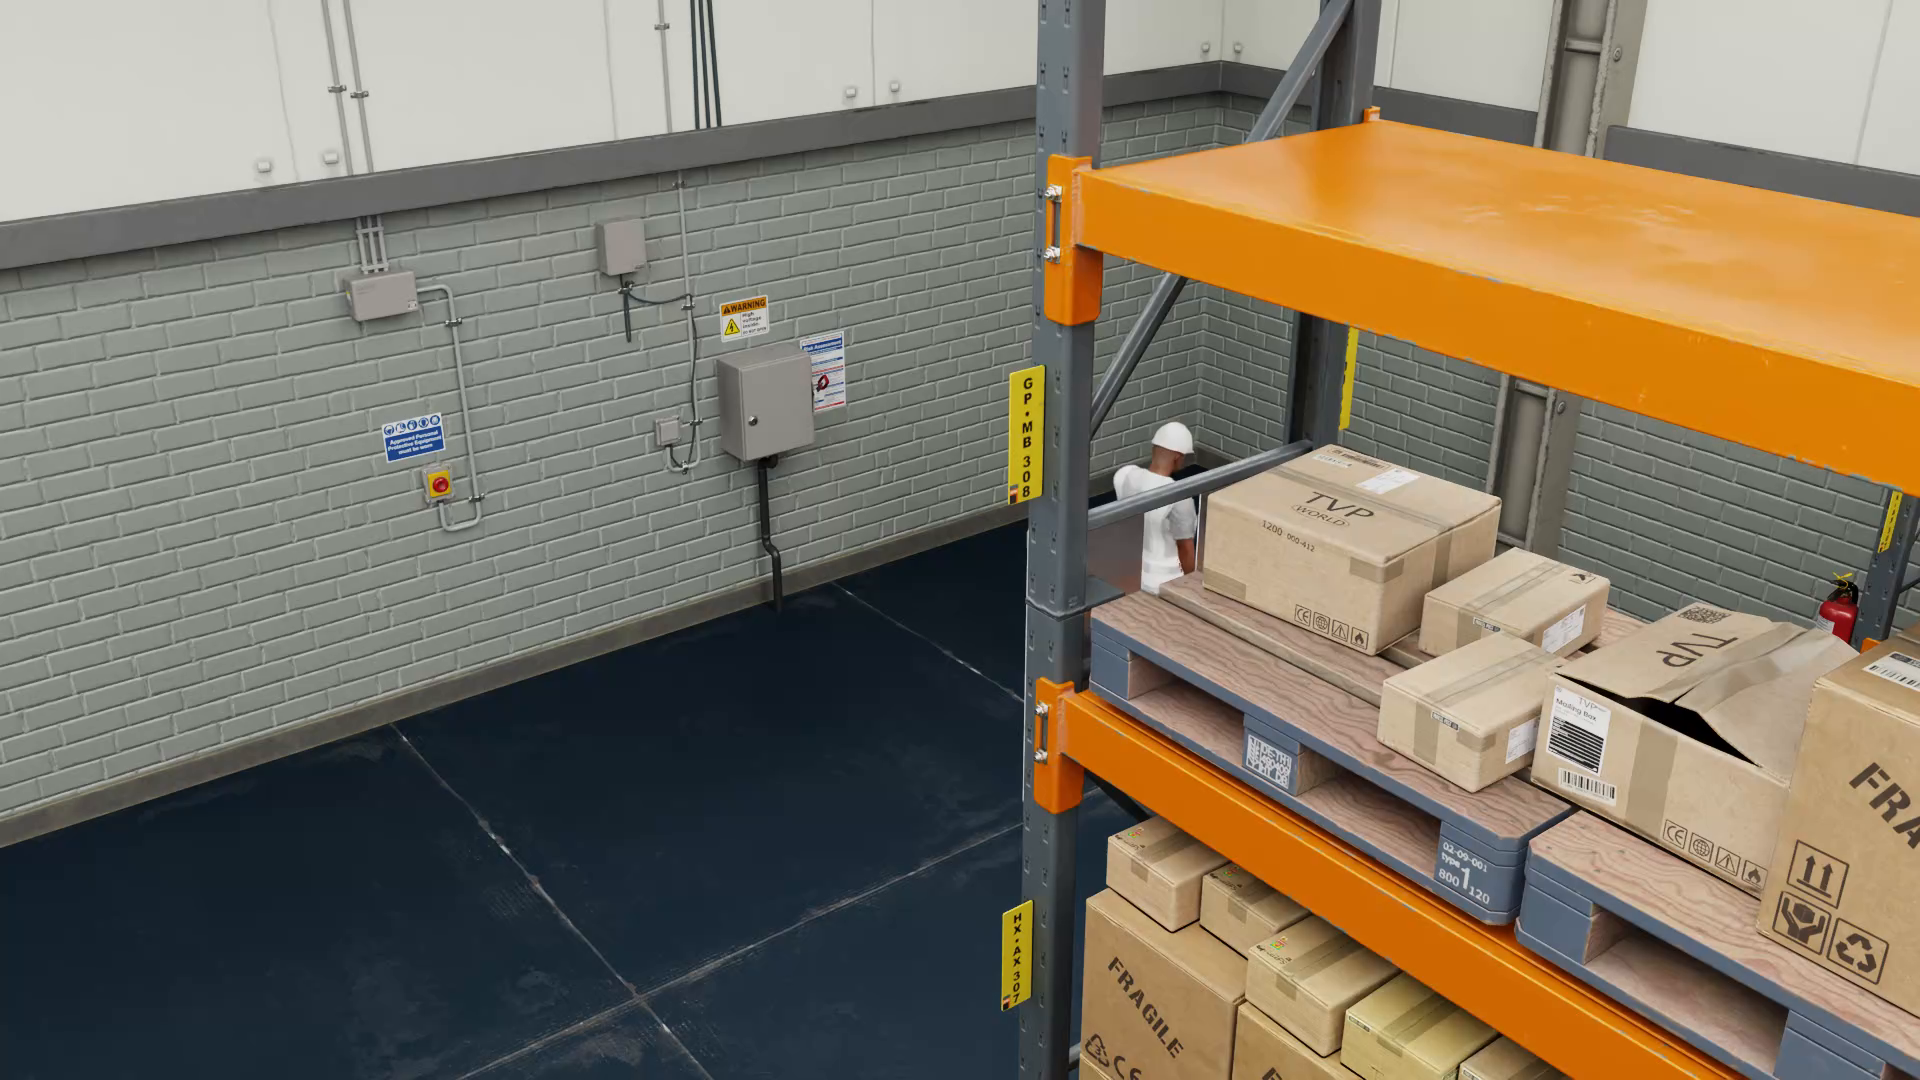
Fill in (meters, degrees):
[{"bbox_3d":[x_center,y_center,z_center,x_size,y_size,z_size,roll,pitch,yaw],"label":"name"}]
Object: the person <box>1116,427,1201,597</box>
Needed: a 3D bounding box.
[{"bbox_3d":[1.098,0.208,9.203,0.477,1.721,0.576,-17,30,-33],"label":"person"}]
